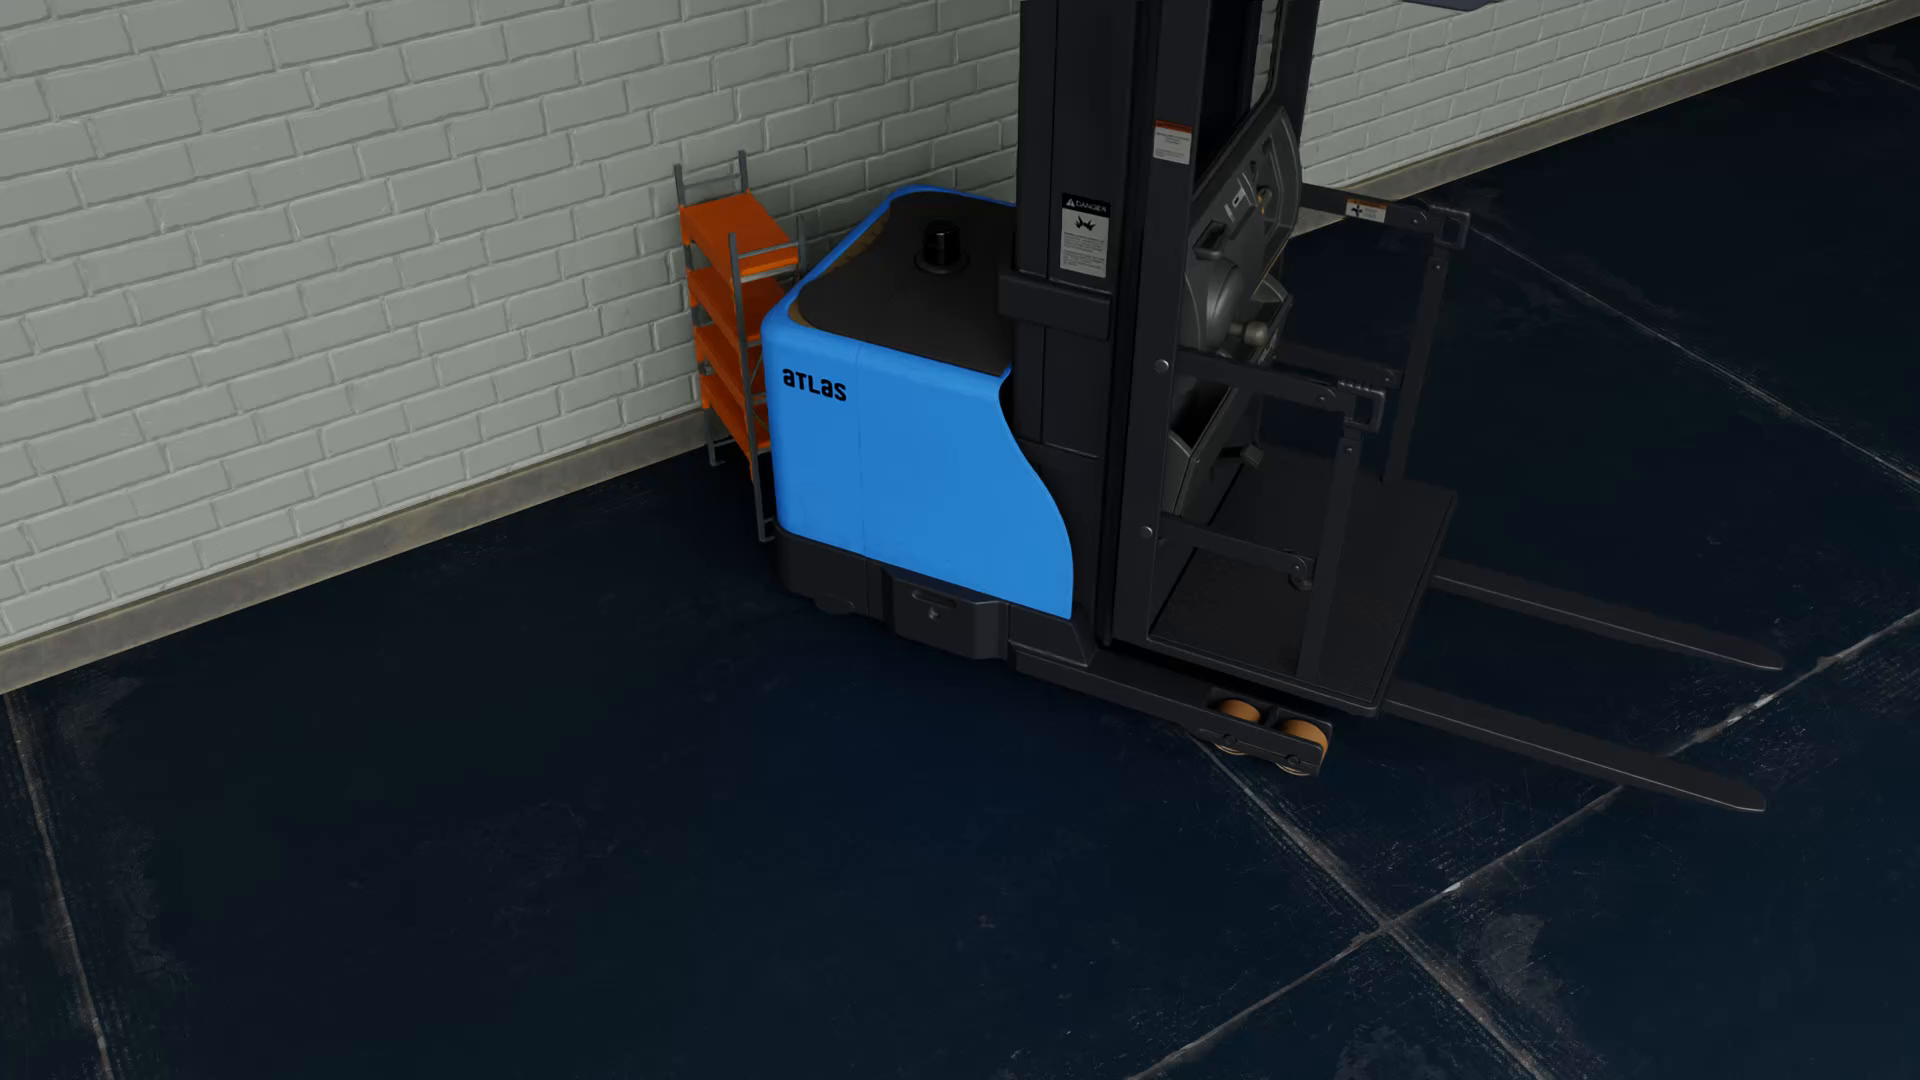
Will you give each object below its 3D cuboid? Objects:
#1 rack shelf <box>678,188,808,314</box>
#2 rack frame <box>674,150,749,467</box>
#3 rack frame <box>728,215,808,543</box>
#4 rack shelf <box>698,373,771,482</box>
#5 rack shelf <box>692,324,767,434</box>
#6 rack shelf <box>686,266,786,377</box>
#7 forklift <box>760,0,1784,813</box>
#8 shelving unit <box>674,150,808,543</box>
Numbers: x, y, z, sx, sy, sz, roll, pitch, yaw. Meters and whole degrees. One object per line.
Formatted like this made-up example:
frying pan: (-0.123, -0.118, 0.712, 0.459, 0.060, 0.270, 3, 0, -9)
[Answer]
rack shelf: (-0.695, -0.930, 5.315, 0.258, 0.148, 0.480, -18, 43, -20)
rack frame: (-0.805, -0.767, 5.734, 0.240, 1.200, 0.015, -18, 43, -20)
rack frame: (-0.585, -0.488, 5.399, 0.240, 1.200, 0.015, -18, 43, -20)
rack shelf: (-0.695, -0.424, 5.736, 0.258, 0.148, 0.480, -18, 43, -20)
rack shelf: (-0.695, -0.576, 5.609, 0.258, 0.148, 0.480, -18, 43, -20)
rack shelf: (-0.695, -0.748, 5.466, 0.258, 0.148, 0.480, -18, 43, -20)
forklift: (0.955, -0.821, 4.445, 3.031, 2.935, 1.130, 17, 43, 19)
shelving unit: (-0.695, -0.628, 5.566, 0.258, 1.200, 0.503, -18, 43, -20)
